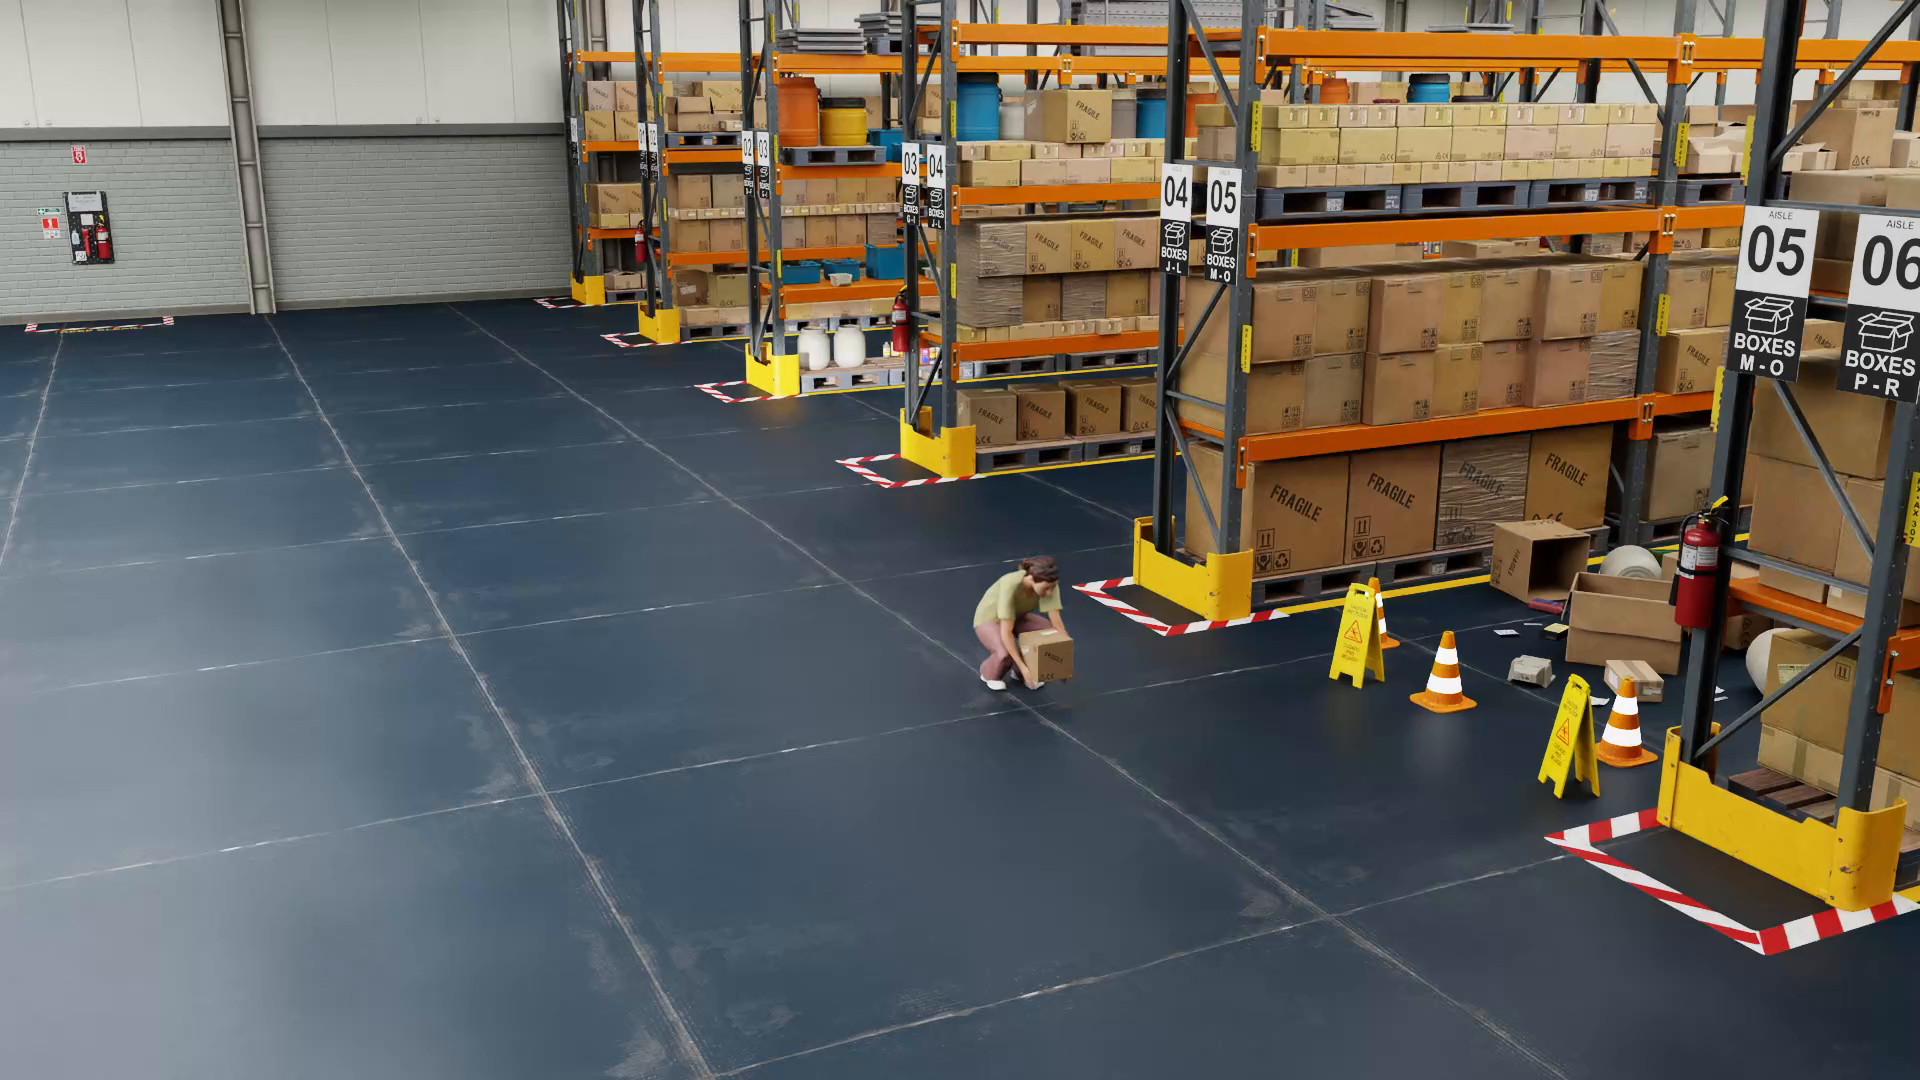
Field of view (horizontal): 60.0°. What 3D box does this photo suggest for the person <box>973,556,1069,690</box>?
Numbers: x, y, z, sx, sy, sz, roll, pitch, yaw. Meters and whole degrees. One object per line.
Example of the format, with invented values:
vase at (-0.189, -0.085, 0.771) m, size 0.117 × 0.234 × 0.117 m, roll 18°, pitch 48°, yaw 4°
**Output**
person at (0.393, 0.522, 10.581) m, size 0.473 × 0.911 × 0.788 m, roll -7°, pitch 17°, yaw -25°
